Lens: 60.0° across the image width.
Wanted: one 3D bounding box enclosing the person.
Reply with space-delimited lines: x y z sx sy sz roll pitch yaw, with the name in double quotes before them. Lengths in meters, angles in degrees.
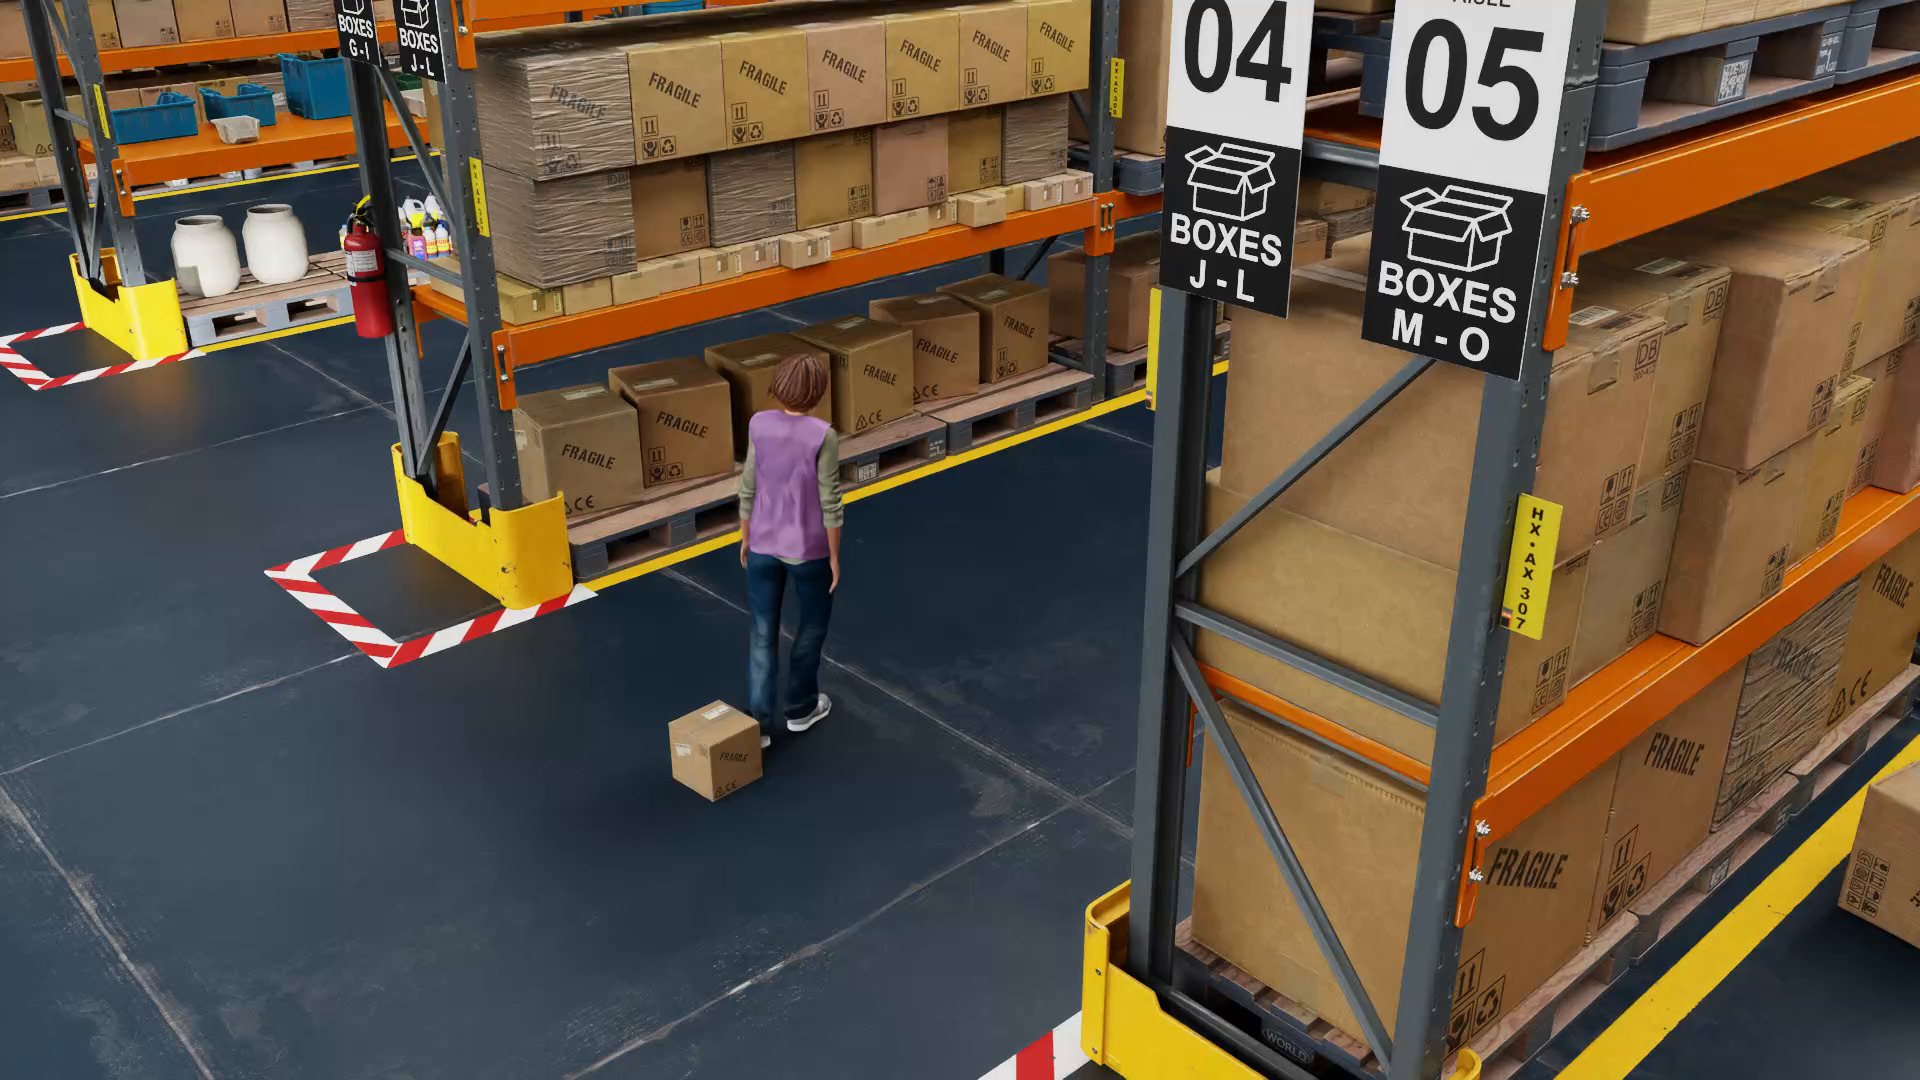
"person" -0.711 0.164 6.519 0.418 1.370 0.513 6 25 13
